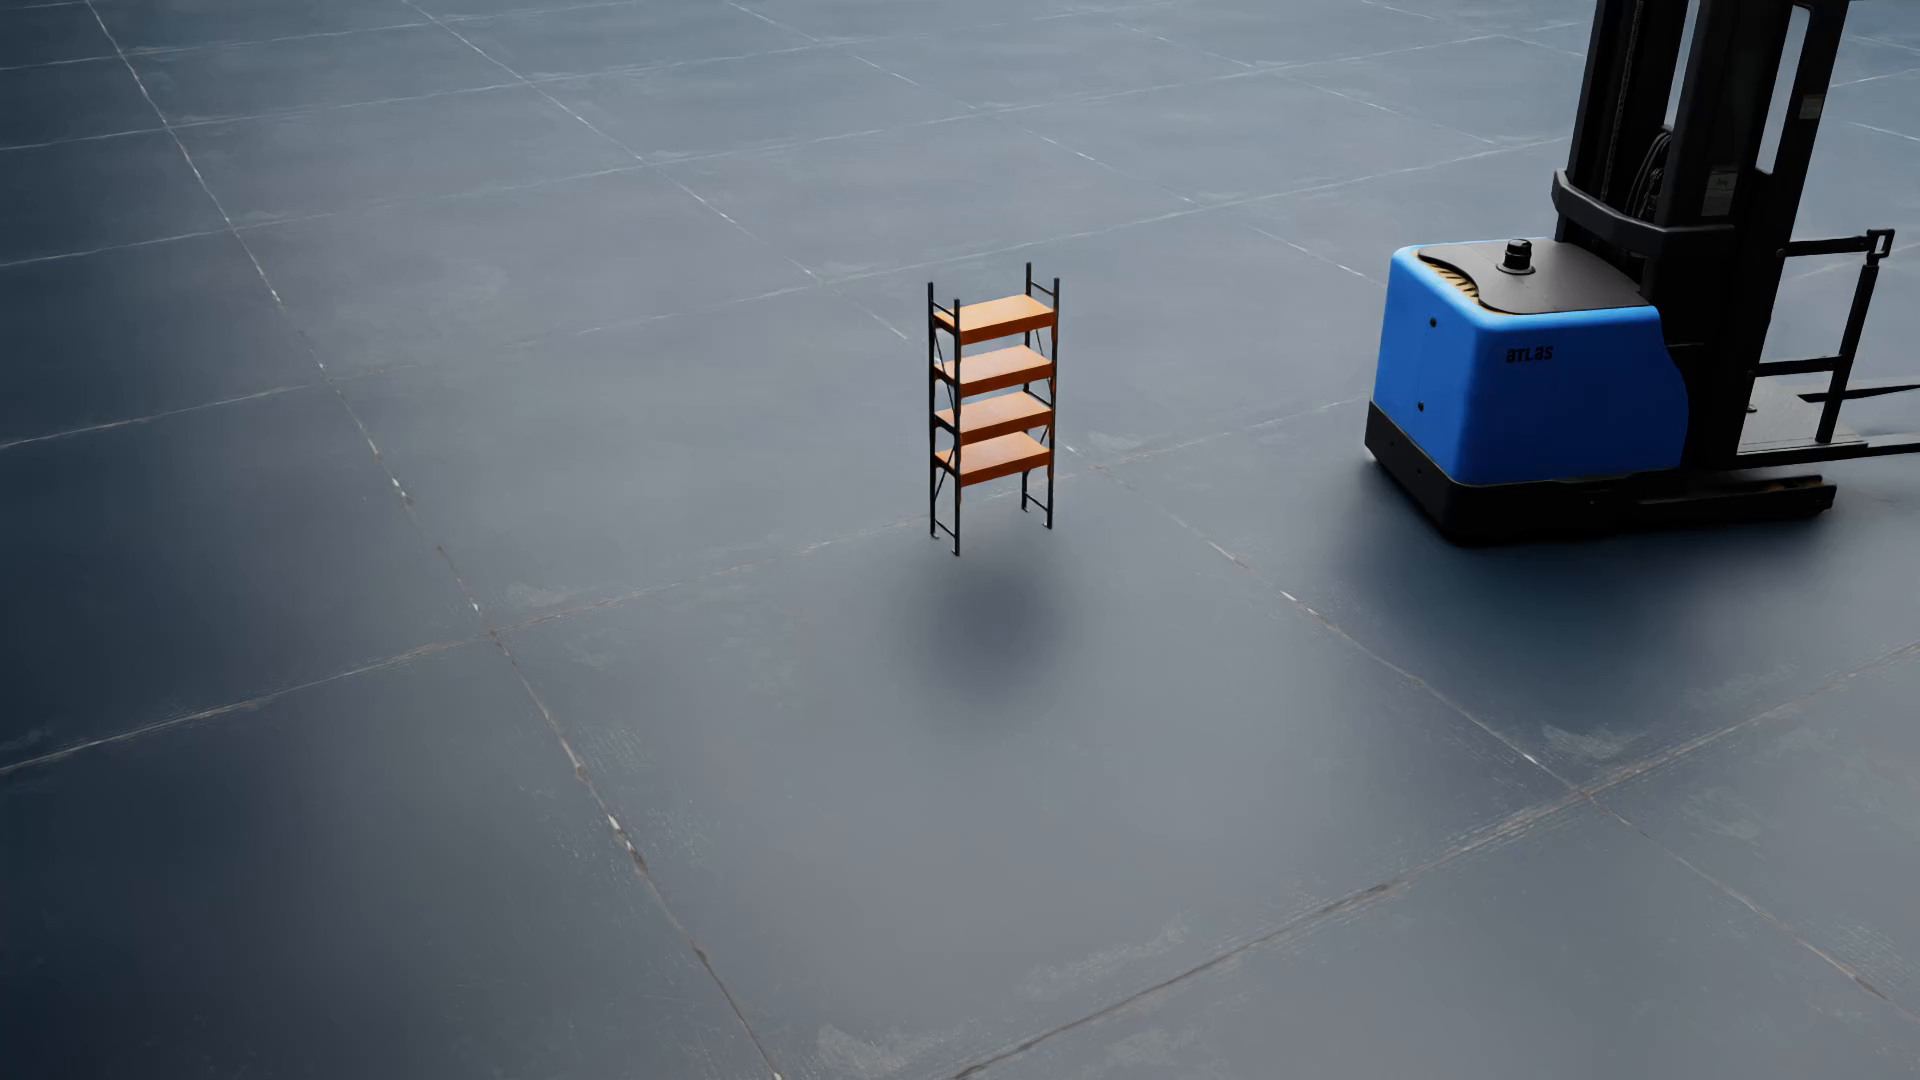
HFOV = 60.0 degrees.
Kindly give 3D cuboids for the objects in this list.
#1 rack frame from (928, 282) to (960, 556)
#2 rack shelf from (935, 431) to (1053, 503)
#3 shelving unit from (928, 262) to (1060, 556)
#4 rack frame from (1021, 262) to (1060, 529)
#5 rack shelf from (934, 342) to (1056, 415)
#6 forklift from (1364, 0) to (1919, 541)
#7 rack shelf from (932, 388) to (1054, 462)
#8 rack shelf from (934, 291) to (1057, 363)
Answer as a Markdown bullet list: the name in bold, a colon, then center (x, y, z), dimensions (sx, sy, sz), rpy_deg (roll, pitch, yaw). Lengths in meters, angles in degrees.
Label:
- **rack frame**: center (-0.068, -0.506, 7.163), dimensions (0.015, 1.200, 0.240), rpy_deg (-16, 33, -26)
- **rack shelf**: center (0.143, -0.333, 7.400), dimensions (0.480, 0.148, 0.258), rpy_deg (-16, 33, -26)
- **shelving unit**: center (0.143, -0.566, 7.271), dimensions (0.503, 1.200, 0.258), rpy_deg (-16, 33, -26)
- **rack frame**: center (0.353, -0.626, 7.379), dimensions (0.015, 1.200, 0.240), rpy_deg (-16, 33, -26)
- **rack shelf**: center (0.143, -0.703, 7.196), dimensions (0.480, 0.148, 0.258), rpy_deg (-16, 33, -26)
- **forklift**: center (3.562, -1.623, 7.395), dimensions (3.031, 2.935, 1.130), rpy_deg (-5, 29, -10)
- **rack shelf**: center (0.143, -0.507, 7.304), dimensions (0.480, 0.148, 0.258), rpy_deg (-16, 33, -26)
- **rack shelf**: center (0.143, -0.910, 7.081), dimensions (0.480, 0.148, 0.258), rpy_deg (-16, 33, -26)
